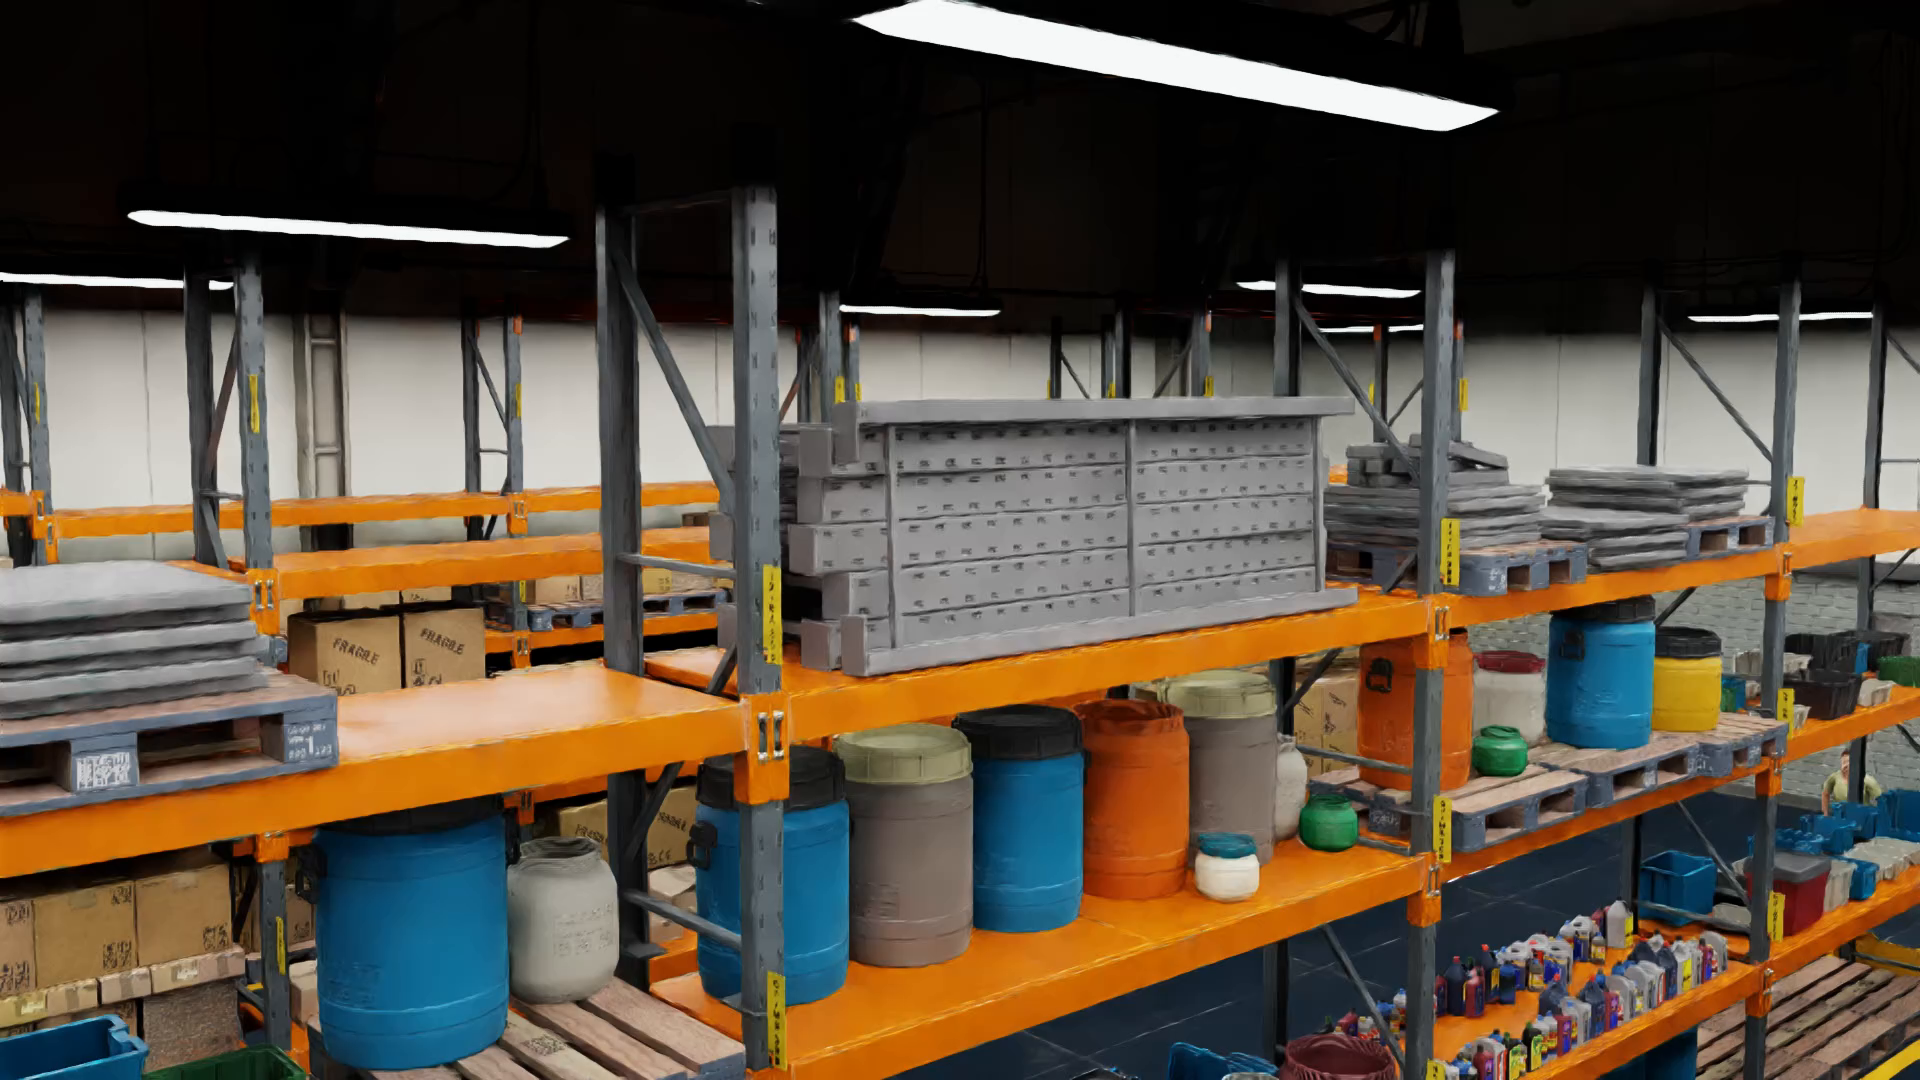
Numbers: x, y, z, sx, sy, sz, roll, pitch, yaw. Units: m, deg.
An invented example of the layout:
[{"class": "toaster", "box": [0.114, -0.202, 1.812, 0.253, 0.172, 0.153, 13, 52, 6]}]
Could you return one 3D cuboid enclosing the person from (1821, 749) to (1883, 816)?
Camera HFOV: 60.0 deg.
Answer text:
[{"class": "person", "box": [8.748, 2.824, 16.319, 0.503, 1.617, 0.598, -5, 7, -42]}]
